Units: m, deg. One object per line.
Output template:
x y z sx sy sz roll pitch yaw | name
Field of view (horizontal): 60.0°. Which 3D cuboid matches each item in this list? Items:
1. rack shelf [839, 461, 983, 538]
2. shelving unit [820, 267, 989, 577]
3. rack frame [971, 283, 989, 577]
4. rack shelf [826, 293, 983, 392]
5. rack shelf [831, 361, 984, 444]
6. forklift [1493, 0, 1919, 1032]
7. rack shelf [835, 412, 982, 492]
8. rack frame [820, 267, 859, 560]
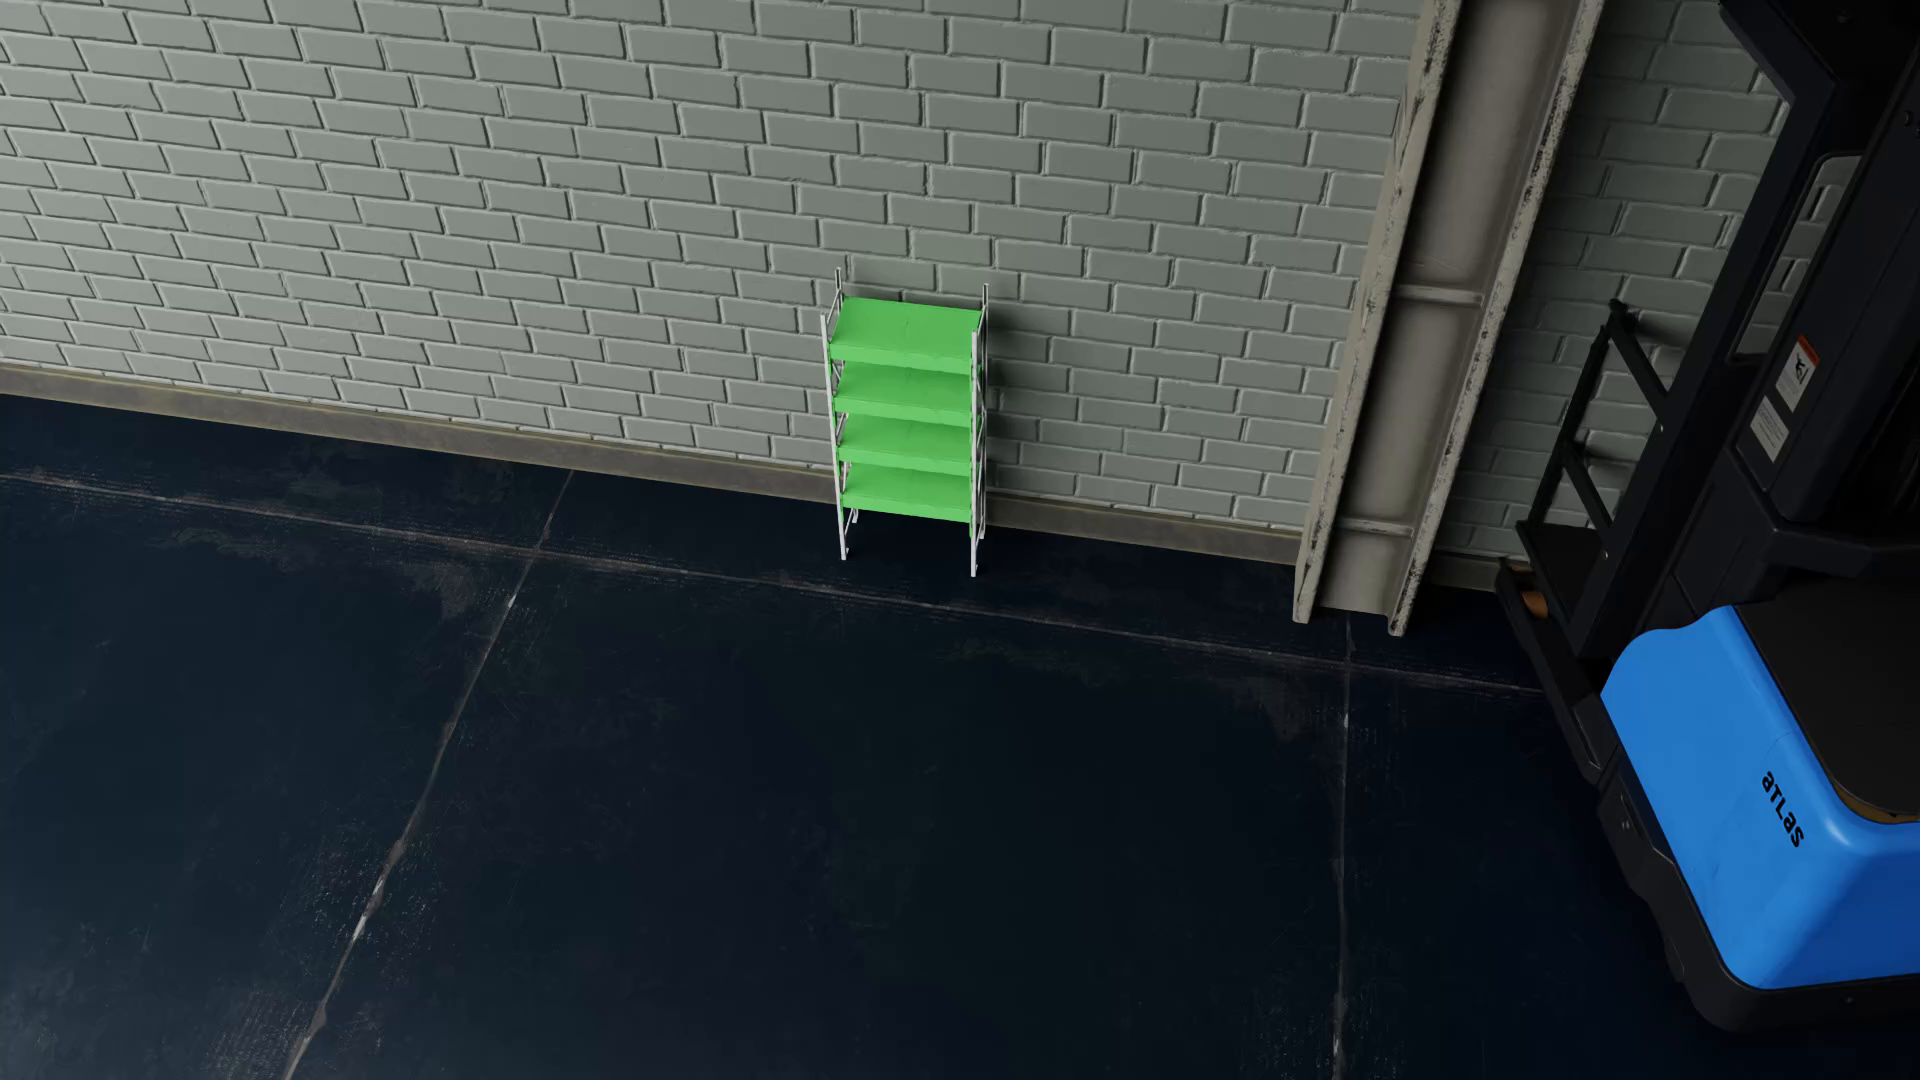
-0.172 -0.179 6.009 0.480 0.148 0.258 7 50 6 | rack shelf
-0.173 -0.378 5.779 0.503 1.200 0.258 7 50 6 | shelving unit
0.067 -0.347 5.752 0.015 1.200 0.240 7 50 6 | rack frame
-0.175 -0.650 5.465 0.480 0.148 0.258 7 50 6 | rack shelf
-0.174 -0.493 5.646 0.480 0.148 0.258 7 50 6 | rack shelf
2.526 -0.649 4.863 1.130 2.935 3.031 -5 48 -4 | forklift
-0.173 -0.336 5.828 0.480 0.148 0.258 7 50 6 | rack shelf
-0.414 -0.408 5.807 0.015 1.200 0.240 7 50 6 | rack frame
